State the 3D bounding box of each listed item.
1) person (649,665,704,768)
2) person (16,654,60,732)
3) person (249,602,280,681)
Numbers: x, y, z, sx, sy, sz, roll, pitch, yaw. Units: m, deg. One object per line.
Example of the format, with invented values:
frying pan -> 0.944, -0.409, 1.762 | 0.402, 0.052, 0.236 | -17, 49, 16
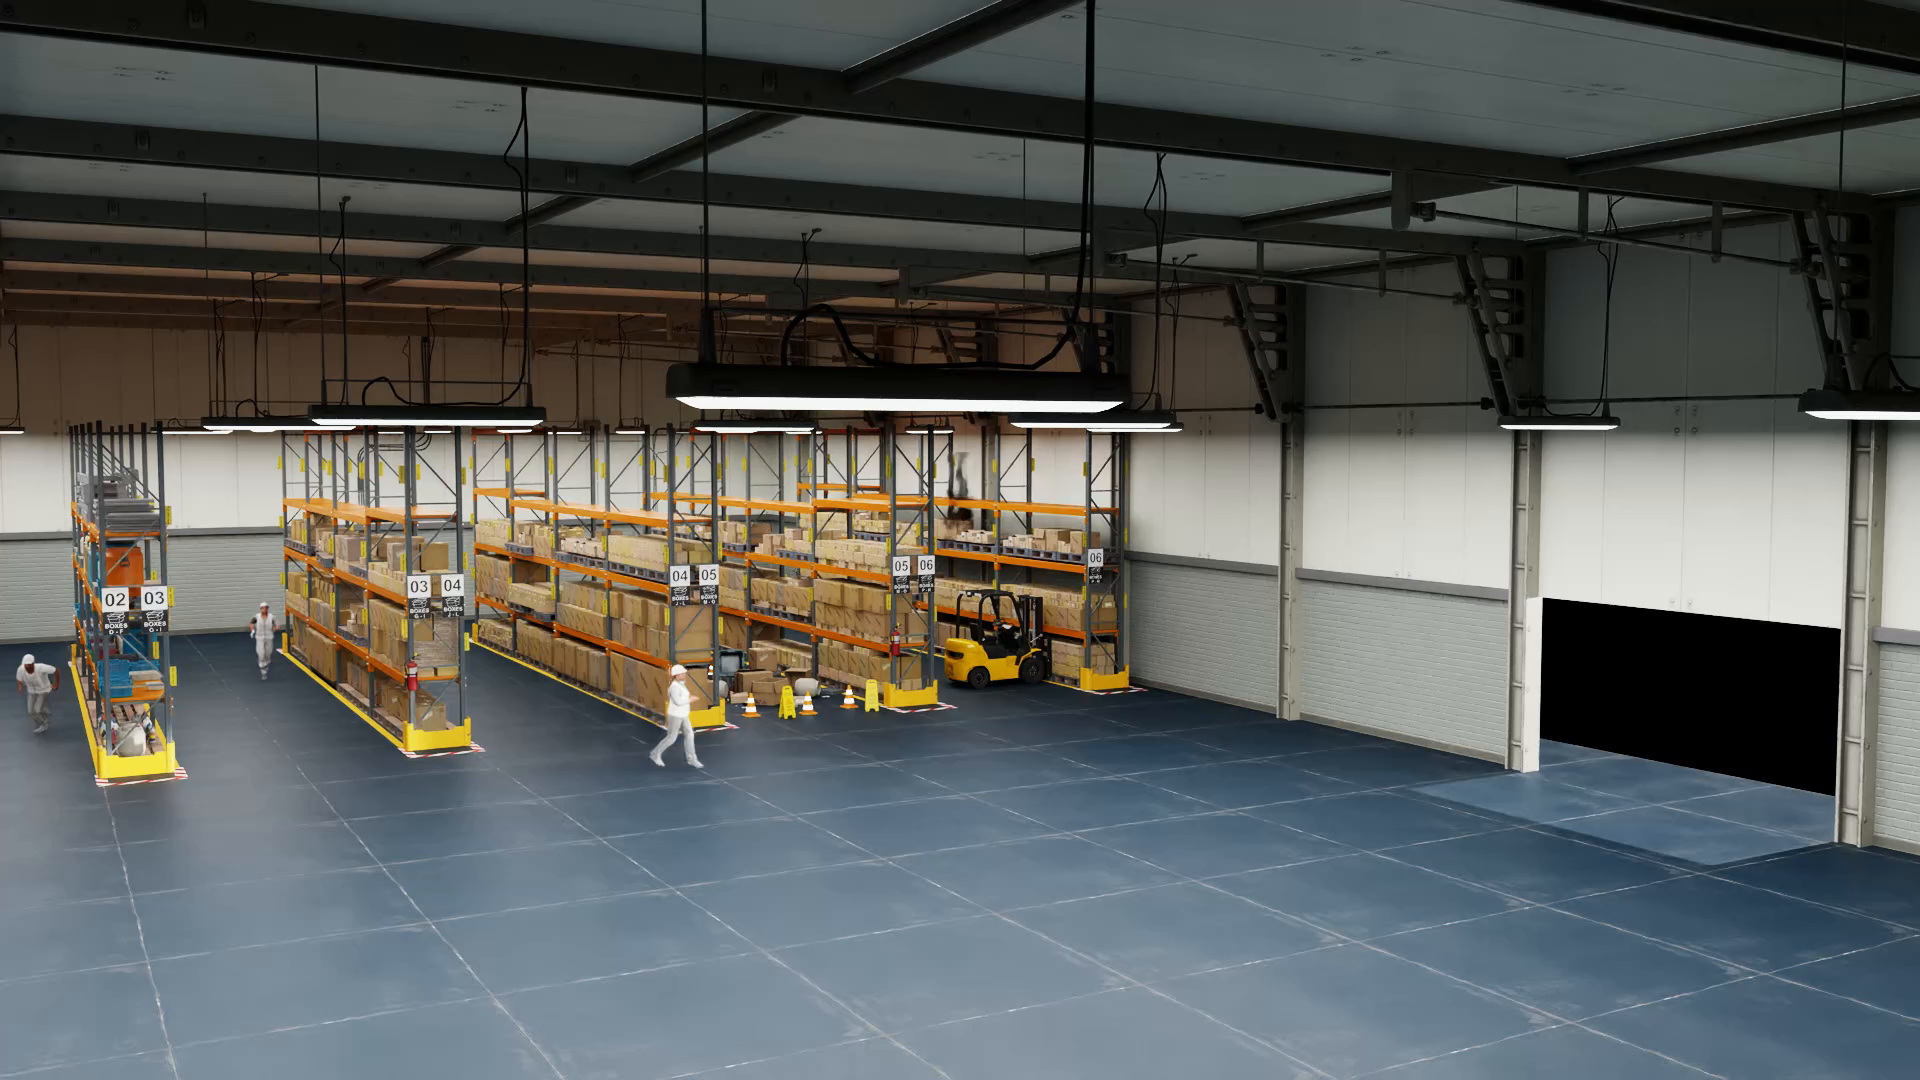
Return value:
person -> -4.881, 3.039, 28.635 | 0.940, 1.788, 0.642 | 0, 4, 7
person -> -17.789, 2.959, 32.105 | 0.727, 1.567, 0.862 | 0, 4, -4
person -> -16.475, 2.375, 39.419 | 0.652, 1.805, 0.983 | -2, 4, -28
